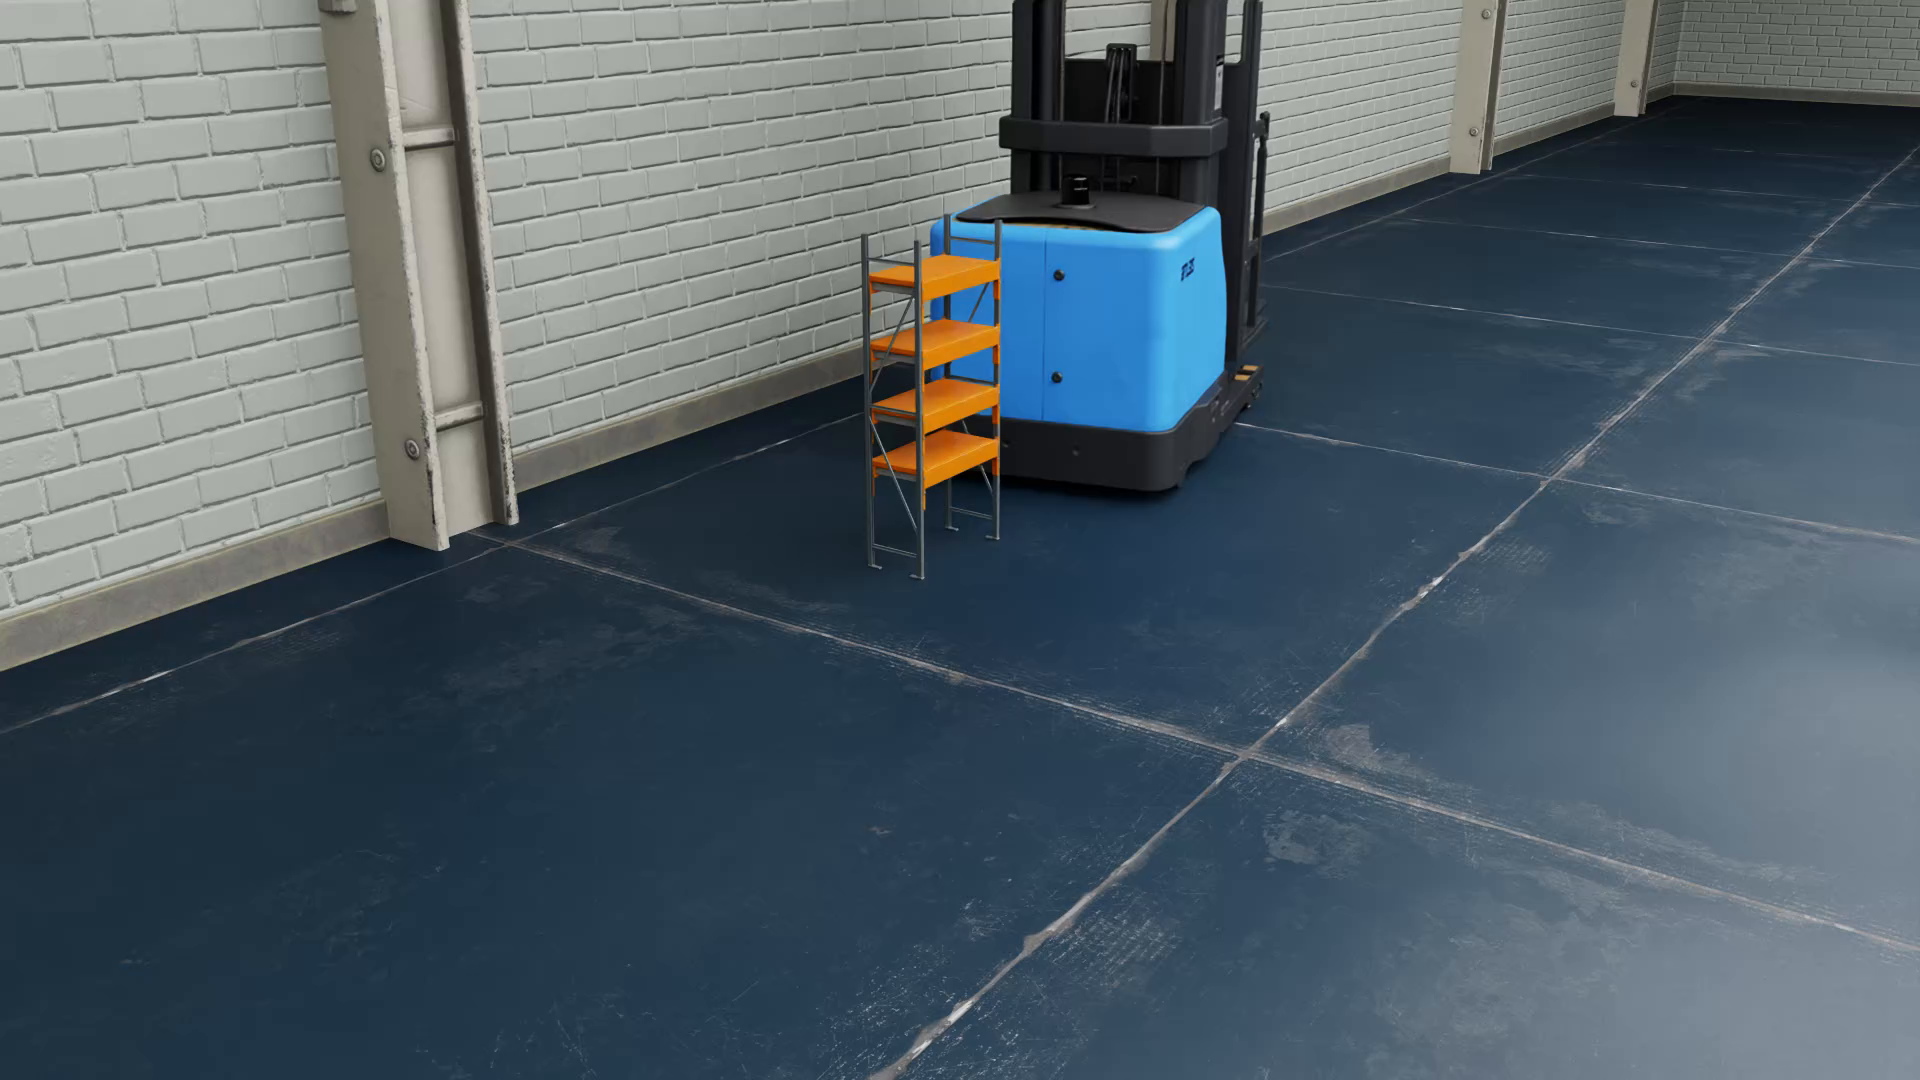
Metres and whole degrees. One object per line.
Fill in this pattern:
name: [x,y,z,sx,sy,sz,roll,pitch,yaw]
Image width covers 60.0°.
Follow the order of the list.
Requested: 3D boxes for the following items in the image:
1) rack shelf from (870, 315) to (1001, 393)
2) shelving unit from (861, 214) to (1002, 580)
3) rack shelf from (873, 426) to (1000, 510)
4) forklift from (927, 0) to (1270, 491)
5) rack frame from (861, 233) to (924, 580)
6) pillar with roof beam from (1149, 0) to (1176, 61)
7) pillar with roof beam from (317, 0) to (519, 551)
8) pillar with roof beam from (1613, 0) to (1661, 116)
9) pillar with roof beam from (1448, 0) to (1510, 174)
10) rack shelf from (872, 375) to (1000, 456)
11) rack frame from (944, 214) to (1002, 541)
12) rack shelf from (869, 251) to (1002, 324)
rack shelf: [-0.093,-0.662,5.874,0.258,0.148,0.480,13,24,32]
shelving unit: [-0.093,-0.515,5.928,0.258,1.200,0.503,13,24,32]
rack shelf: [-0.093,-0.266,6.021,0.258,0.148,0.480,13,24,32]
forklift: [0.853,-2.045,7.568,1.130,2.935,3.031,7,22,19]
rack frame: [-0.230,-0.445,5.739,0.240,1.200,0.015,13,24,32]
pillar with roof beam: [4.987,-5.148,7.210,9.100,9.000,0.400,13,24,32]
pillar with roof beam: [1.614,-3.426,2.556,9.100,9.000,0.400,13,24,32]
pillar with roof beam: [11.733,-8.591,16.518,9.100,9.000,0.400,13,24,32]
pillar with roof beam: [8.360,-6.869,11.864,9.100,9.000,0.400,13,24,32]
rack shelf: [-0.093,-0.452,5.952,0.258,0.148,0.480,13,24,32]
rack frame: [0.044,-0.585,6.118,0.240,1.200,0.015,13,24,32]
rack shelf: [-0.093,-0.884,5.792,0.258,0.148,0.480,13,24,32]
